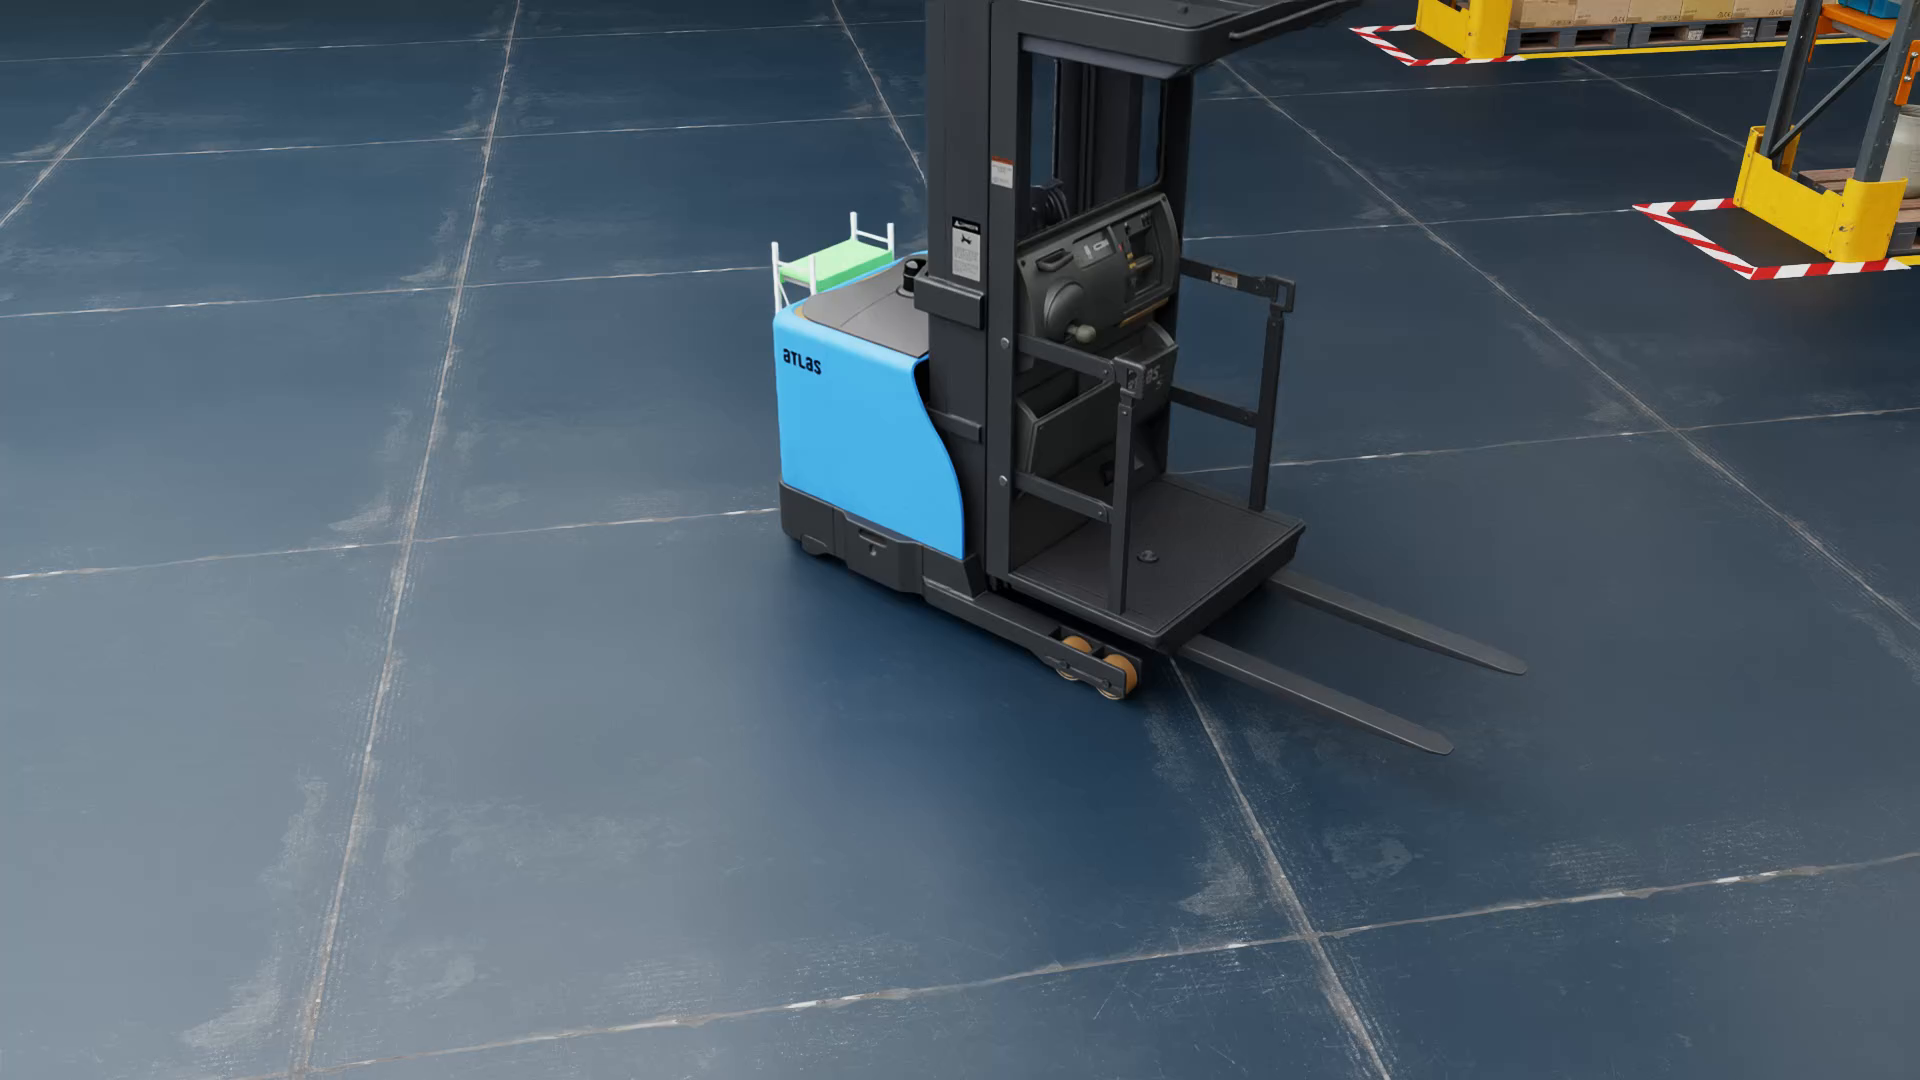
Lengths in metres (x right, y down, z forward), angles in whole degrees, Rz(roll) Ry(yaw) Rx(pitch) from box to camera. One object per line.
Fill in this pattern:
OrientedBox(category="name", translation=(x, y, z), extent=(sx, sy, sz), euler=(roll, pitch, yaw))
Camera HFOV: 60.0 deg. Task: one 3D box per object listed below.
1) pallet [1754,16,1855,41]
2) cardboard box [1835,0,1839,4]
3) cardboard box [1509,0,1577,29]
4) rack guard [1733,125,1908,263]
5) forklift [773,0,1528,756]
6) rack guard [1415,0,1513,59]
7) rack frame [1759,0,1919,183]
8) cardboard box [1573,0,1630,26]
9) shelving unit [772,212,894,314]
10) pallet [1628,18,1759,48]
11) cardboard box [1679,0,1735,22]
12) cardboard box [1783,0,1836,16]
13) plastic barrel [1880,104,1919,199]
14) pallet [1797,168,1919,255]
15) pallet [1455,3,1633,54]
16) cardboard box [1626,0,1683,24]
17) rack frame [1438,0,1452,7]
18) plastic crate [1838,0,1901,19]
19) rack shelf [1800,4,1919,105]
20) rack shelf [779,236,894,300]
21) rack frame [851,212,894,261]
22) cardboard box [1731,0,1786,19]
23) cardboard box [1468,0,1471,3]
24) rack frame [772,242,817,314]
OrientedBox(category="pallet", translation=(7.593, -4.830, 15.256), extent=(1.213, 0.211, 1.003), euler=(-5, 31, -9))
OrientedBox(category="cardboard box", translation=(7.966, -4.928, 14.970), extent=(0.500, 0.250, 0.500), euler=(-5, 31, -9))
OrientedBox(category="cardboard box", translation=(5.016, -4.652, 14.501), extent=(0.500, 0.250, 0.500), euler=(-5, 31, -9))
OrientedBox(category="rack guard", translation=(5.403, -2.201, 10.500), extent=(0.348, 0.500, 1.175), euler=(-5, 31, -9))
OrientedBox(category="forklift", translation=(0.684, -0.969, 6.006), extent=(3.031, 2.935, 1.130), euler=(23, 37, 33))
OrientedBox(category="rack guard", translation=(4.424, -4.639, 14.646), extent=(0.348, 0.500, 1.175), euler=(-5, 31, -9))
OrientedBox(category="rack frame", translation=(5.337, -3.248, 9.815), extent=(0.127, 3.000, 1.000), euler=(-5, 31, -9))
OrientedBox(category="cardboard box", translation=(5.507, -4.700, 14.582), extent=(0.500, 0.250, 0.500), euler=(-5, 31, -9))
OrientedBox(category="shelving unit", translation=(-0.540, -0.795, 7.419), extent=(0.258, 1.200, 0.503), euler=(23, 37, 33))
OrientedBox(category="pallet", translation=(6.390, -4.717, 15.063), extent=(1.213, 0.211, 1.003), euler=(-5, 31, -9))
OrientedBox(category="cardboard box", translation=(6.491, -4.788, 14.732), extent=(0.500, 0.250, 0.500), euler=(-5, 31, -9))
OrientedBox(category="cardboard box", translation=(7.472, -4.887, 14.901), extent=(0.500, 0.250, 0.500), euler=(-5, 31, -9))
OrientedBox(category="plastic barrel", translation=(5.970, -2.455, 10.506), extent=(0.421, 0.512, 0.421), euler=(0, 30, 0))
OrientedBox(category="pallet", translation=(6.203, -2.148, 10.695), extent=(1.213, 0.211, 1.003), euler=(-5, 31, -9))
OrientedBox(category="pallet", translation=(5.193, -4.607, 14.877), extent=(1.213, 0.211, 1.003), euler=(-5, 31, -9))
OrientedBox(category="cardboard box", translation=(5.999, -4.745, 14.659), extent=(0.500, 0.250, 0.500), euler=(-5, 31, -9))
OrientedBox(category="rack frame", translation=(4.448, -5.718, 14.016), extent=(0.127, 3.000, 1.000), euler=(-5, 31, -9))
OrientedBox(category="plastic crate", translation=(5.775, -3.379, 10.184), extent=(0.616, 0.251, 0.499), euler=(-5, 31, -9))
OrientedBox(category="rack shelf", translation=(7.304, -3.121, 10.308), extent=(4.000, 0.370, 1.077), euler=(-5, 31, -9))
OrientedBox(category="rack shelf", translation=(-0.541, -1.154, 7.208), extent=(0.258, 0.148, 0.480), euler=(23, 37, 33))
OrientedBox(category="rack frame", translation=(-0.385, -0.891, 7.581), extent=(0.240, 1.200, 0.015), euler=(23, 37, 33))
OrientedBox(category="cardboard box", translation=(6.983, -4.834, 14.811), extent=(0.500, 0.250, 0.500), euler=(-5, 31, -9))
OrientedBox(category="cardboard box", translation=(4.922, -4.910, 14.940), extent=(0.500, 0.250, 0.500), euler=(-5, 31, -9))
OrientedBox(category="rack frame", translation=(-0.696, -0.700, 7.257), extent=(0.240, 1.200, 0.015), euler=(23, 37, 33))
